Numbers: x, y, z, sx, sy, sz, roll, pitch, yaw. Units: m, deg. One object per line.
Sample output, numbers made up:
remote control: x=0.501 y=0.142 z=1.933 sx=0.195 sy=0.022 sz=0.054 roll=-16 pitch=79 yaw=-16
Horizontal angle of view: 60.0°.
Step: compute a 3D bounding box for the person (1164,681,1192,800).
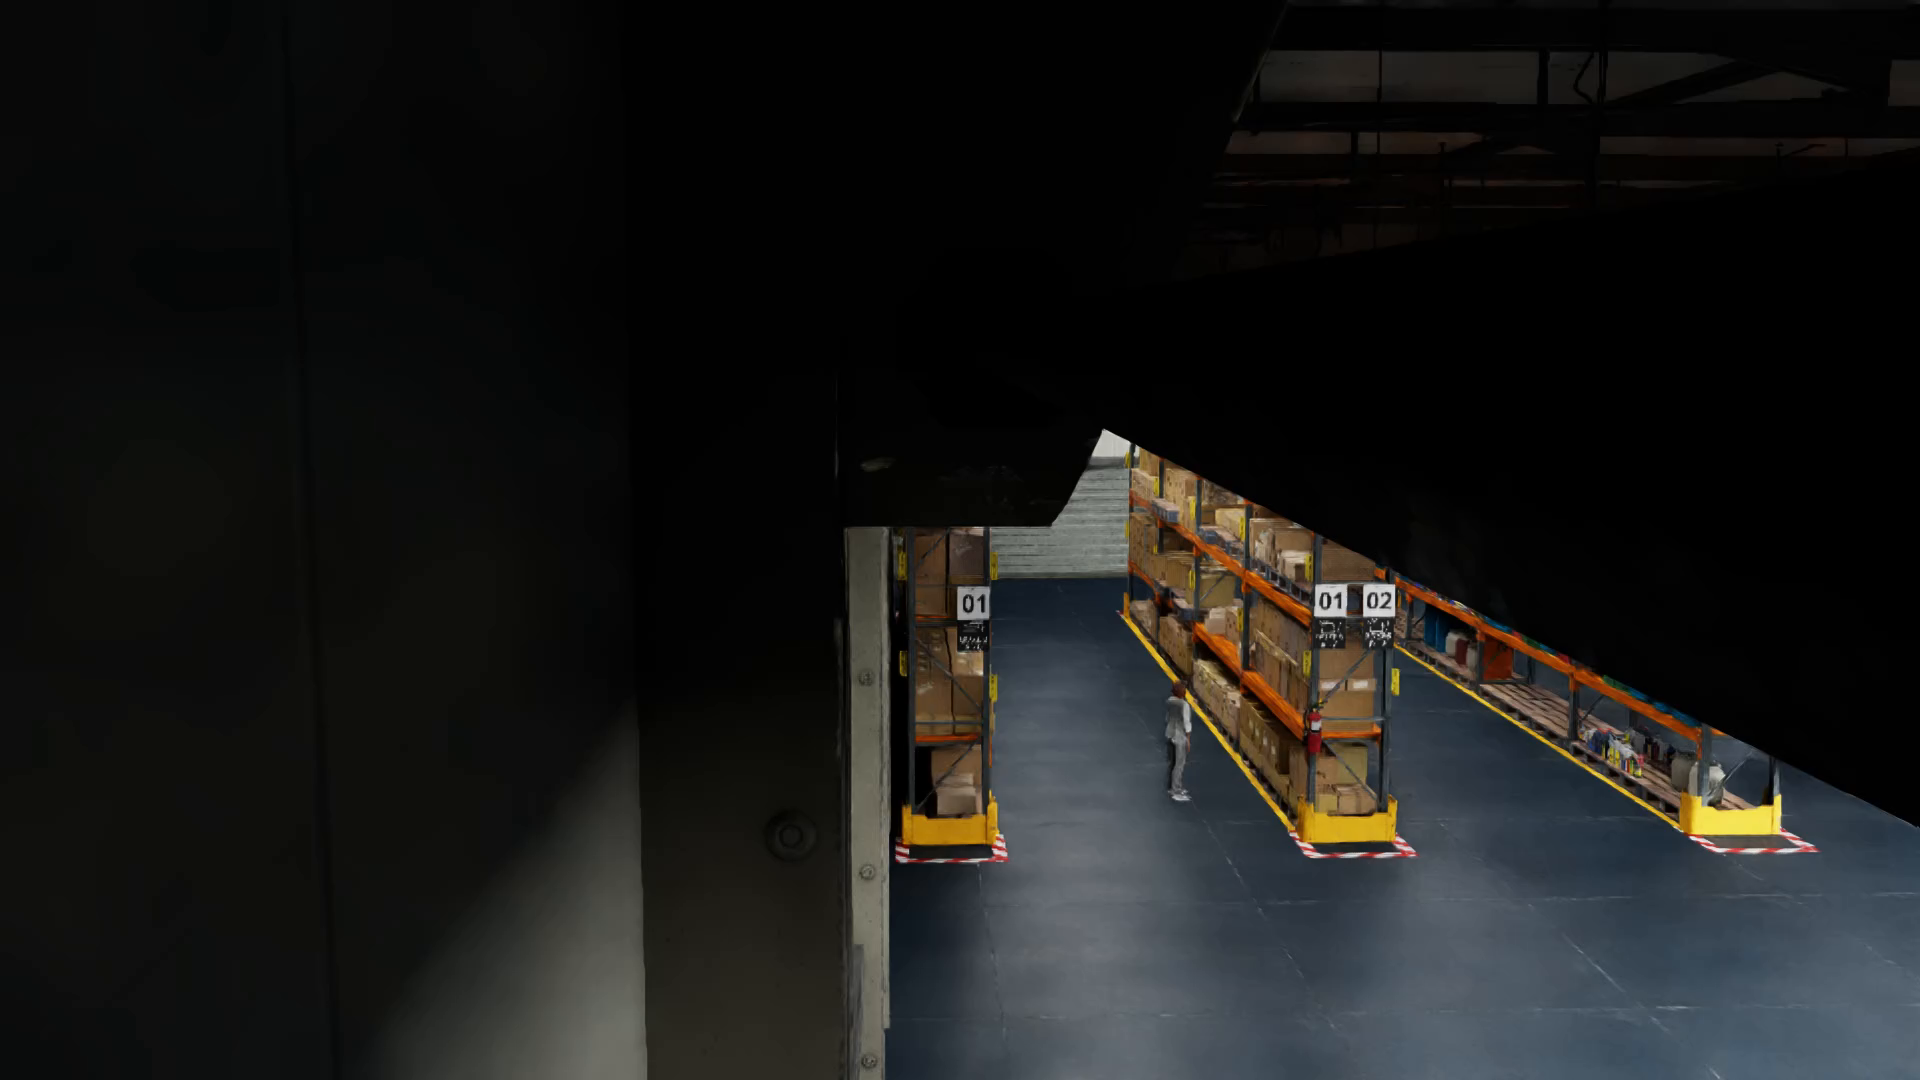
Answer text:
person: x=2.946 y=2.680 z=22.344 sx=0.405 sy=1.589 sz=0.468 roll=-5 pitch=9 yaw=-34
